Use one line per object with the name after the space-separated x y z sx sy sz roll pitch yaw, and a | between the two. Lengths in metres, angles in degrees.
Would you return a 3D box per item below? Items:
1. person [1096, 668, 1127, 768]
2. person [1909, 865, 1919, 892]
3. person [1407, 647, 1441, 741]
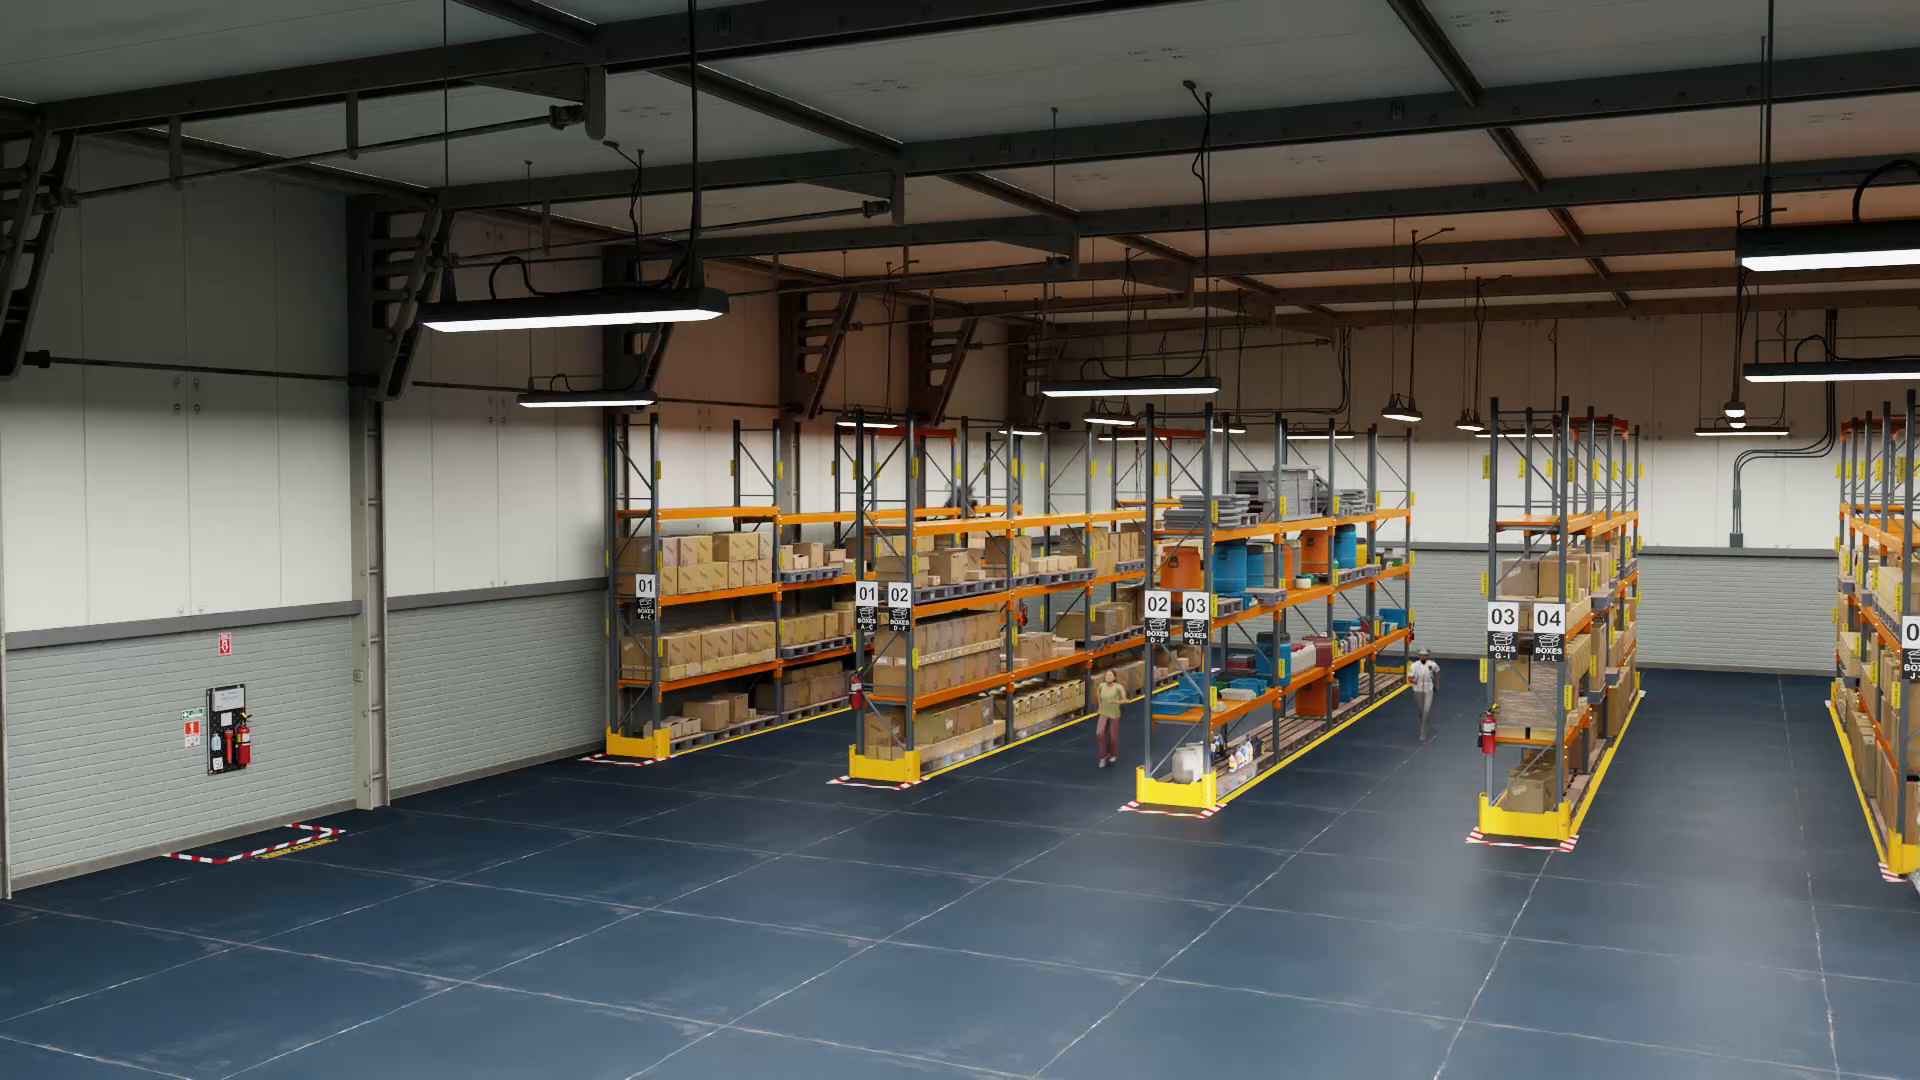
2.554 2.995 28.051 0.563 1.680 0.741 1 3 18 | person
11.351 3.310 18.946 0.710 1.790 1.041 -1 3 -26 | person
8.698 2.868 31.168 0.608 1.742 0.894 1 3 19 | person
